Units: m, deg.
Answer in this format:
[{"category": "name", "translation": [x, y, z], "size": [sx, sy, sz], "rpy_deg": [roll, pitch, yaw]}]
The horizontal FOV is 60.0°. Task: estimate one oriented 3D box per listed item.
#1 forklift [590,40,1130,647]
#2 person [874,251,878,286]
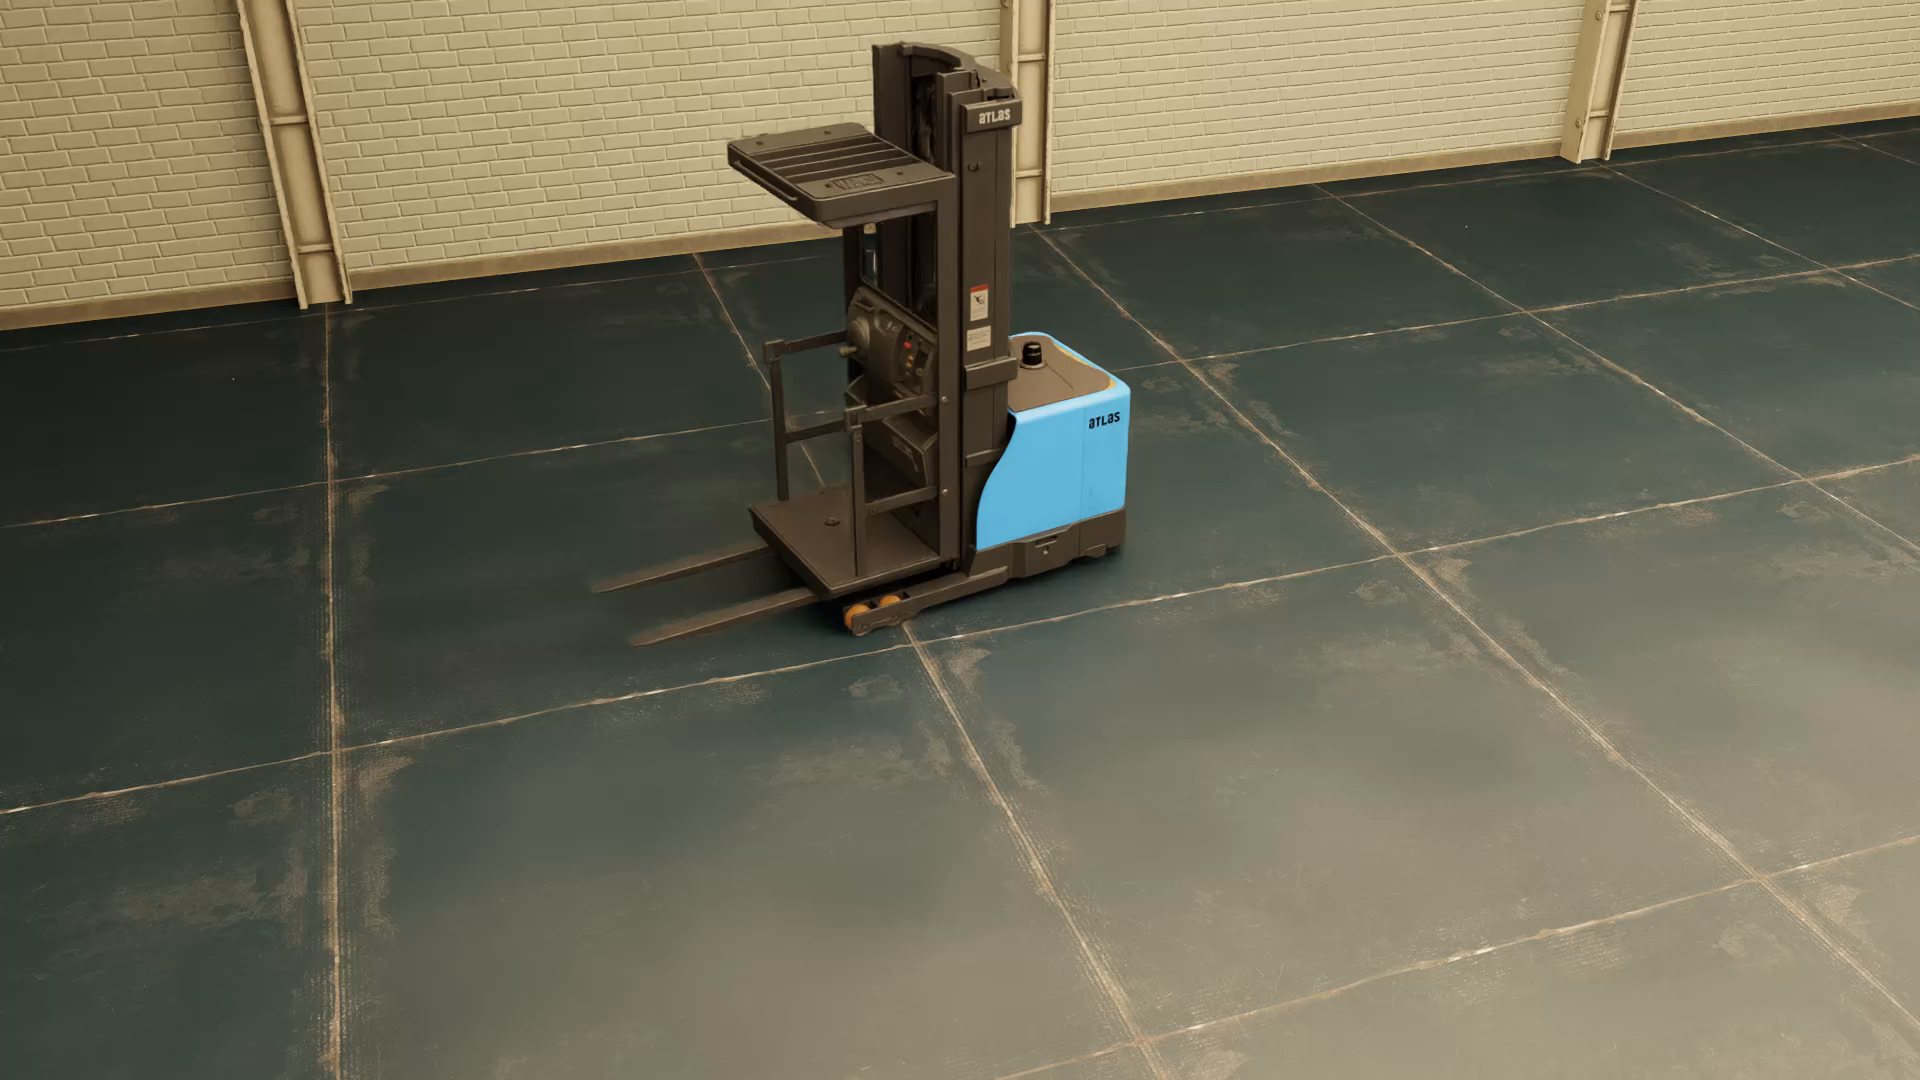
[{"category": "forklift", "translation": [-0.554, -1.048, 8.909], "size": [3.031, 2.935, 1.130], "rpy_deg": [-16, 34, -26]}, {"category": "person", "translation": [-0.422, -1.357, 10.738], "size": [0.461, 1.733, 0.878], "rpy_deg": [-3, 30, -5]}]
